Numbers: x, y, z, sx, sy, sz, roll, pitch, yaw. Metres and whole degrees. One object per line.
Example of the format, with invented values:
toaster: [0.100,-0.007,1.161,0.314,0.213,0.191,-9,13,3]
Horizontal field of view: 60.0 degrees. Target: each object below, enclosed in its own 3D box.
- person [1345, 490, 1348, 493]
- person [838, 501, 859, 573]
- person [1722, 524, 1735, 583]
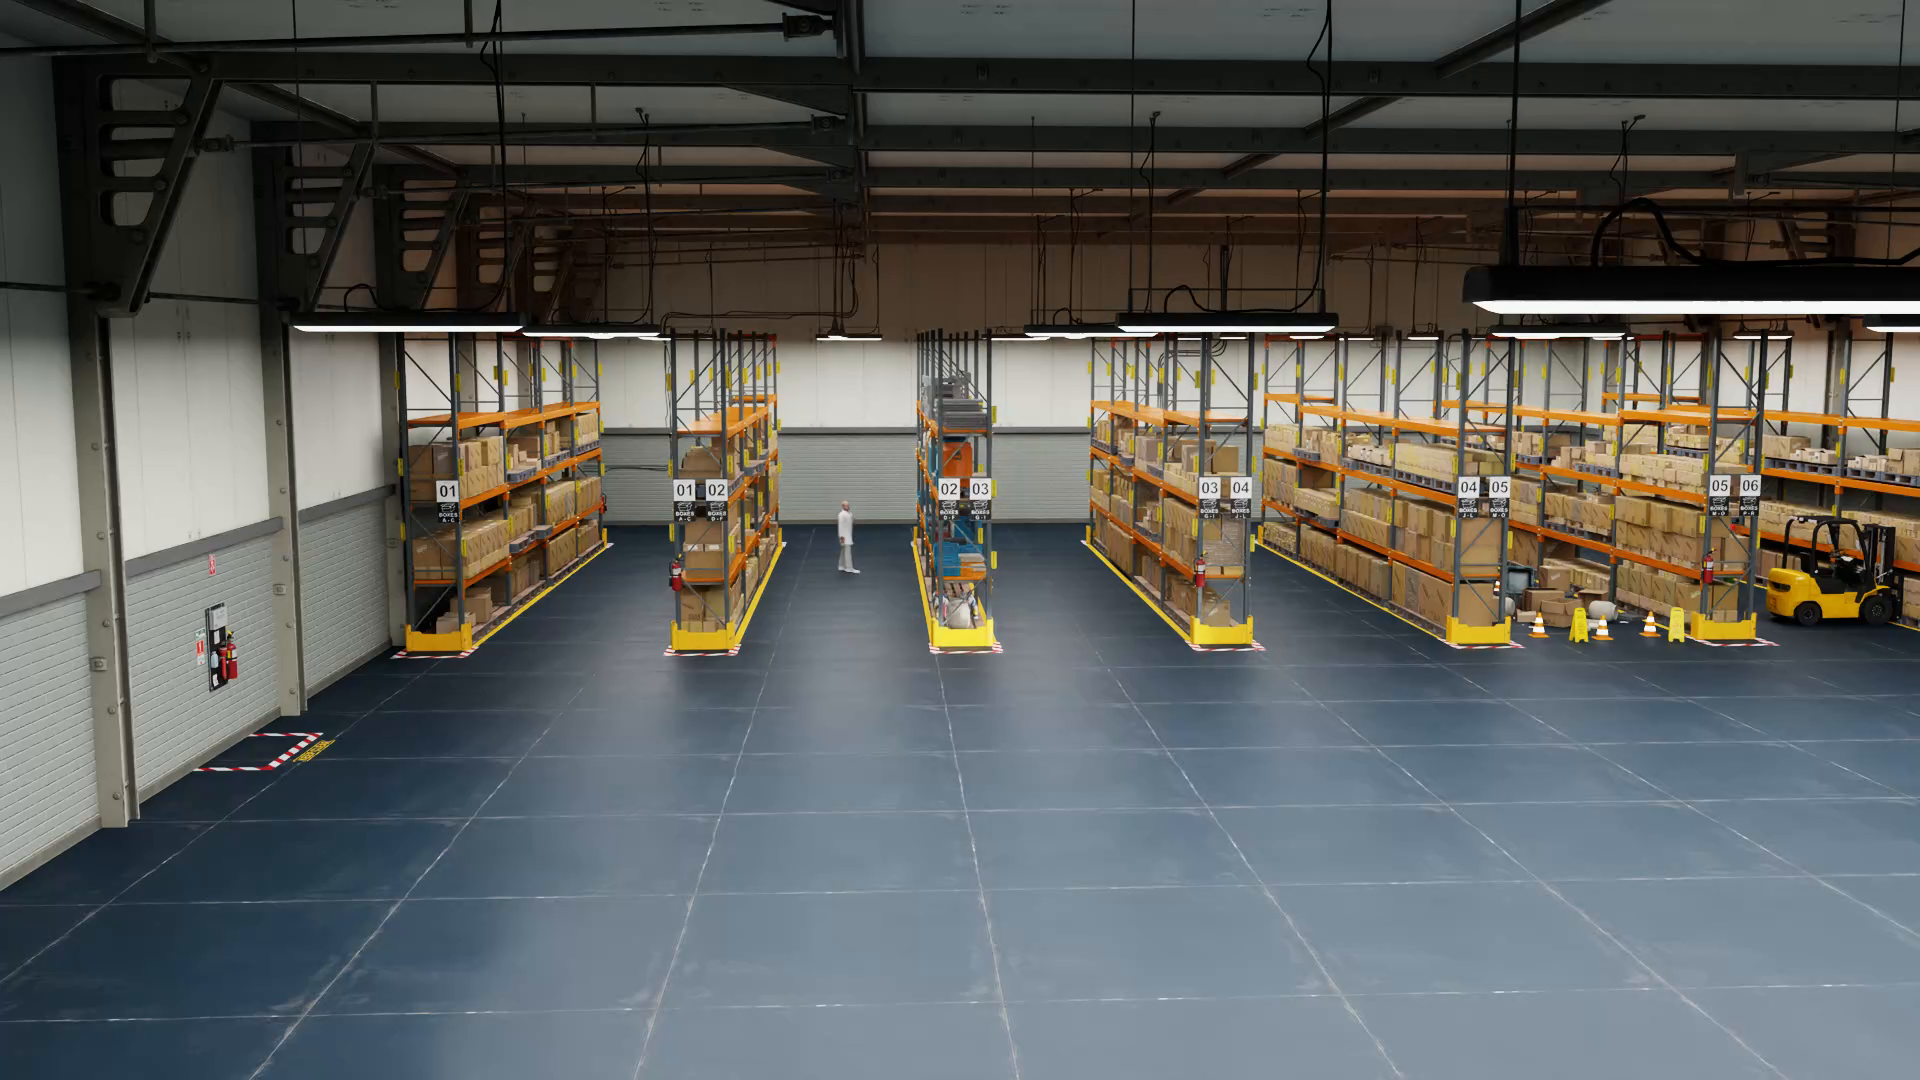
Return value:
person: [10.791,-0.555,46.279,0.358,1.669,0.453,2,7,16]
person: [-2.790,-0.089,41.878,0.595,1.801,0.623,1,7,10]
person: [16.918,0.509,36.801,0.556,1.790,0.560,-6,9,-43]
